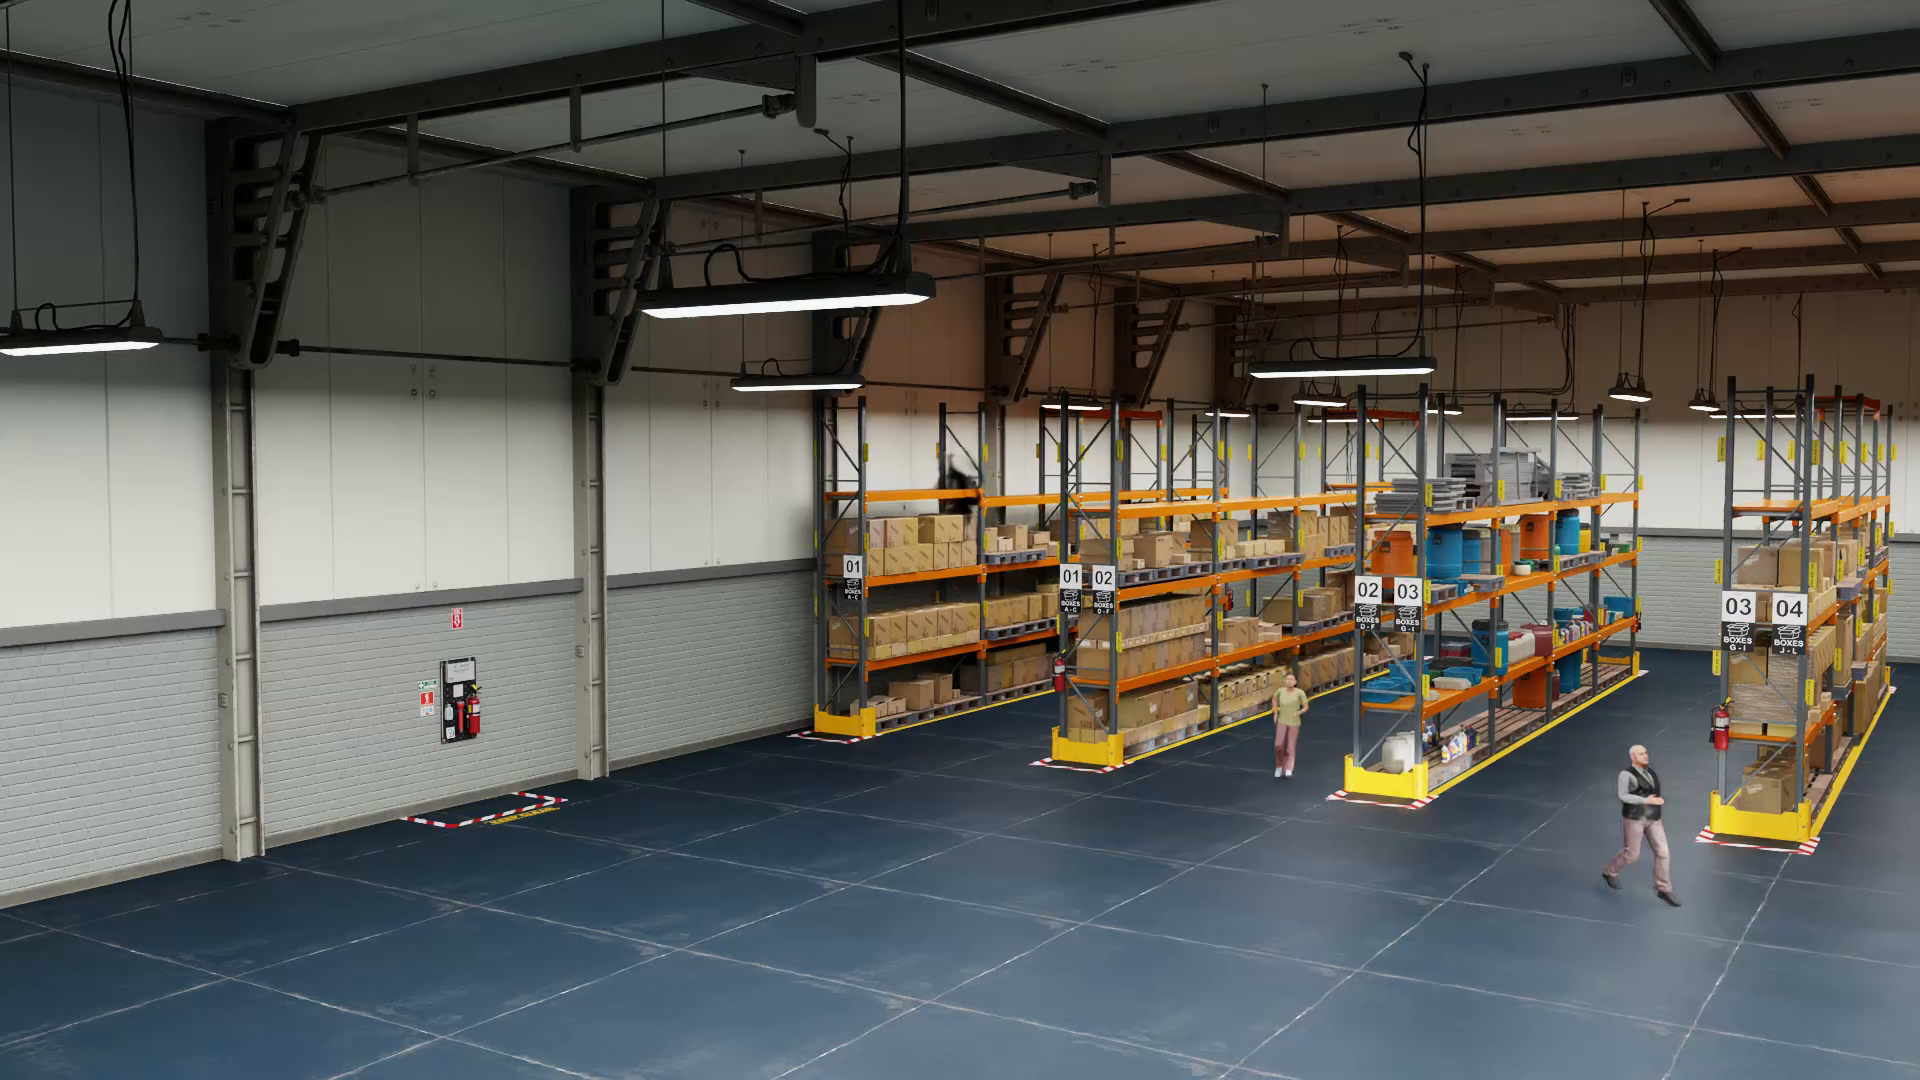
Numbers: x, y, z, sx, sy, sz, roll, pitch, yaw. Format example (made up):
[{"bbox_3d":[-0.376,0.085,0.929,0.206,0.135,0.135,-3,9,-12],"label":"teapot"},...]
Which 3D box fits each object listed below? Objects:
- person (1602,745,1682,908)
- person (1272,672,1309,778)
[{"bbox_3d":[7.647,3.260,18.633,0.661,1.531,0.953,-1,3,-23],"label":"person"},{"bbox_3d":[5.055,2.837,25.518,0.581,1.649,0.618,1,3,18],"label":"person"}]
